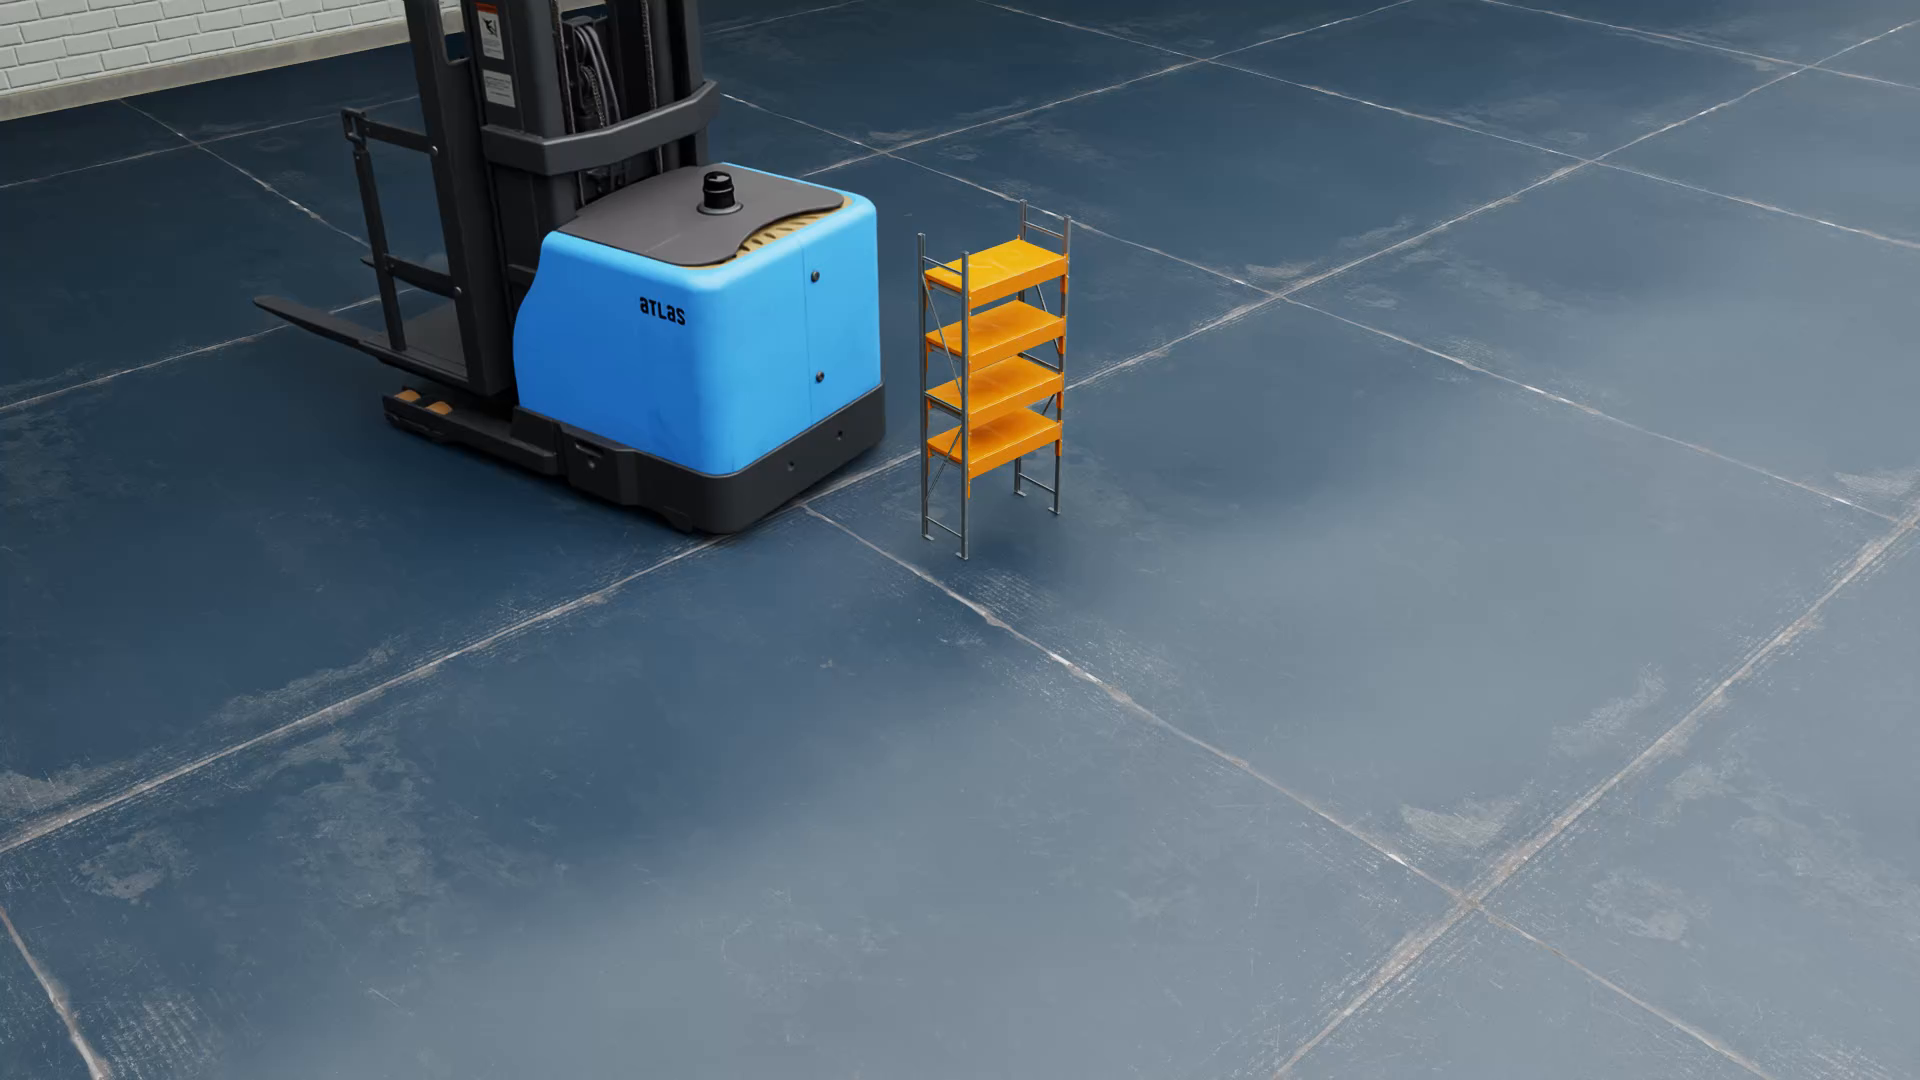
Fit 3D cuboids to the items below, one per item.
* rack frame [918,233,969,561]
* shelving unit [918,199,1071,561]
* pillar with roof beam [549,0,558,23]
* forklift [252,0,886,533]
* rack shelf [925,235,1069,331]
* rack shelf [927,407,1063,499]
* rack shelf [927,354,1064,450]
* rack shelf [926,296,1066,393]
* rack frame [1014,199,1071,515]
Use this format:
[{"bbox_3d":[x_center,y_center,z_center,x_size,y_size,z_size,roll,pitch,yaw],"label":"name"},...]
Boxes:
[{"bbox_3d":[-0.058,-0.484,5.891,0.015,1.200,0.240,-26,40,-35],"label":"rack frame"},{"bbox_3d":[0.121,-0.571,6.033,0.503,1.200,0.258,-26,40,-35],"label":"shelving unit"},{"bbox_3d":[-0.378,-6.145,7.673,0.400,9.000,9.100,-26,40,-35],"label":"pillar with roof beam"},{"bbox_3d":[-1.809,-1.862,6.485,3.031,2.935,1.130,20,36,29],"label":"forklift"},{"bbox_3d":[0.121,-0.906,5.828,0.480,0.148,0.258,-26,40,-35],"label":"rack shelf"},{"bbox_3d":[0.121,-0.344,6.172,0.480,0.148,0.258,-26,40,-35],"label":"rack shelf"},{"bbox_3d":[0.121,-0.513,6.068,0.480,0.148,0.258,-26,40,-35],"label":"rack shelf"},{"bbox_3d":[0.121,-0.704,5.951,0.480,0.148,0.258,-26,40,-35],"label":"rack shelf"},{"bbox_3d":[0.300,-0.657,6.175,0.015,1.200,0.240,-26,40,-35],"label":"rack frame"}]
